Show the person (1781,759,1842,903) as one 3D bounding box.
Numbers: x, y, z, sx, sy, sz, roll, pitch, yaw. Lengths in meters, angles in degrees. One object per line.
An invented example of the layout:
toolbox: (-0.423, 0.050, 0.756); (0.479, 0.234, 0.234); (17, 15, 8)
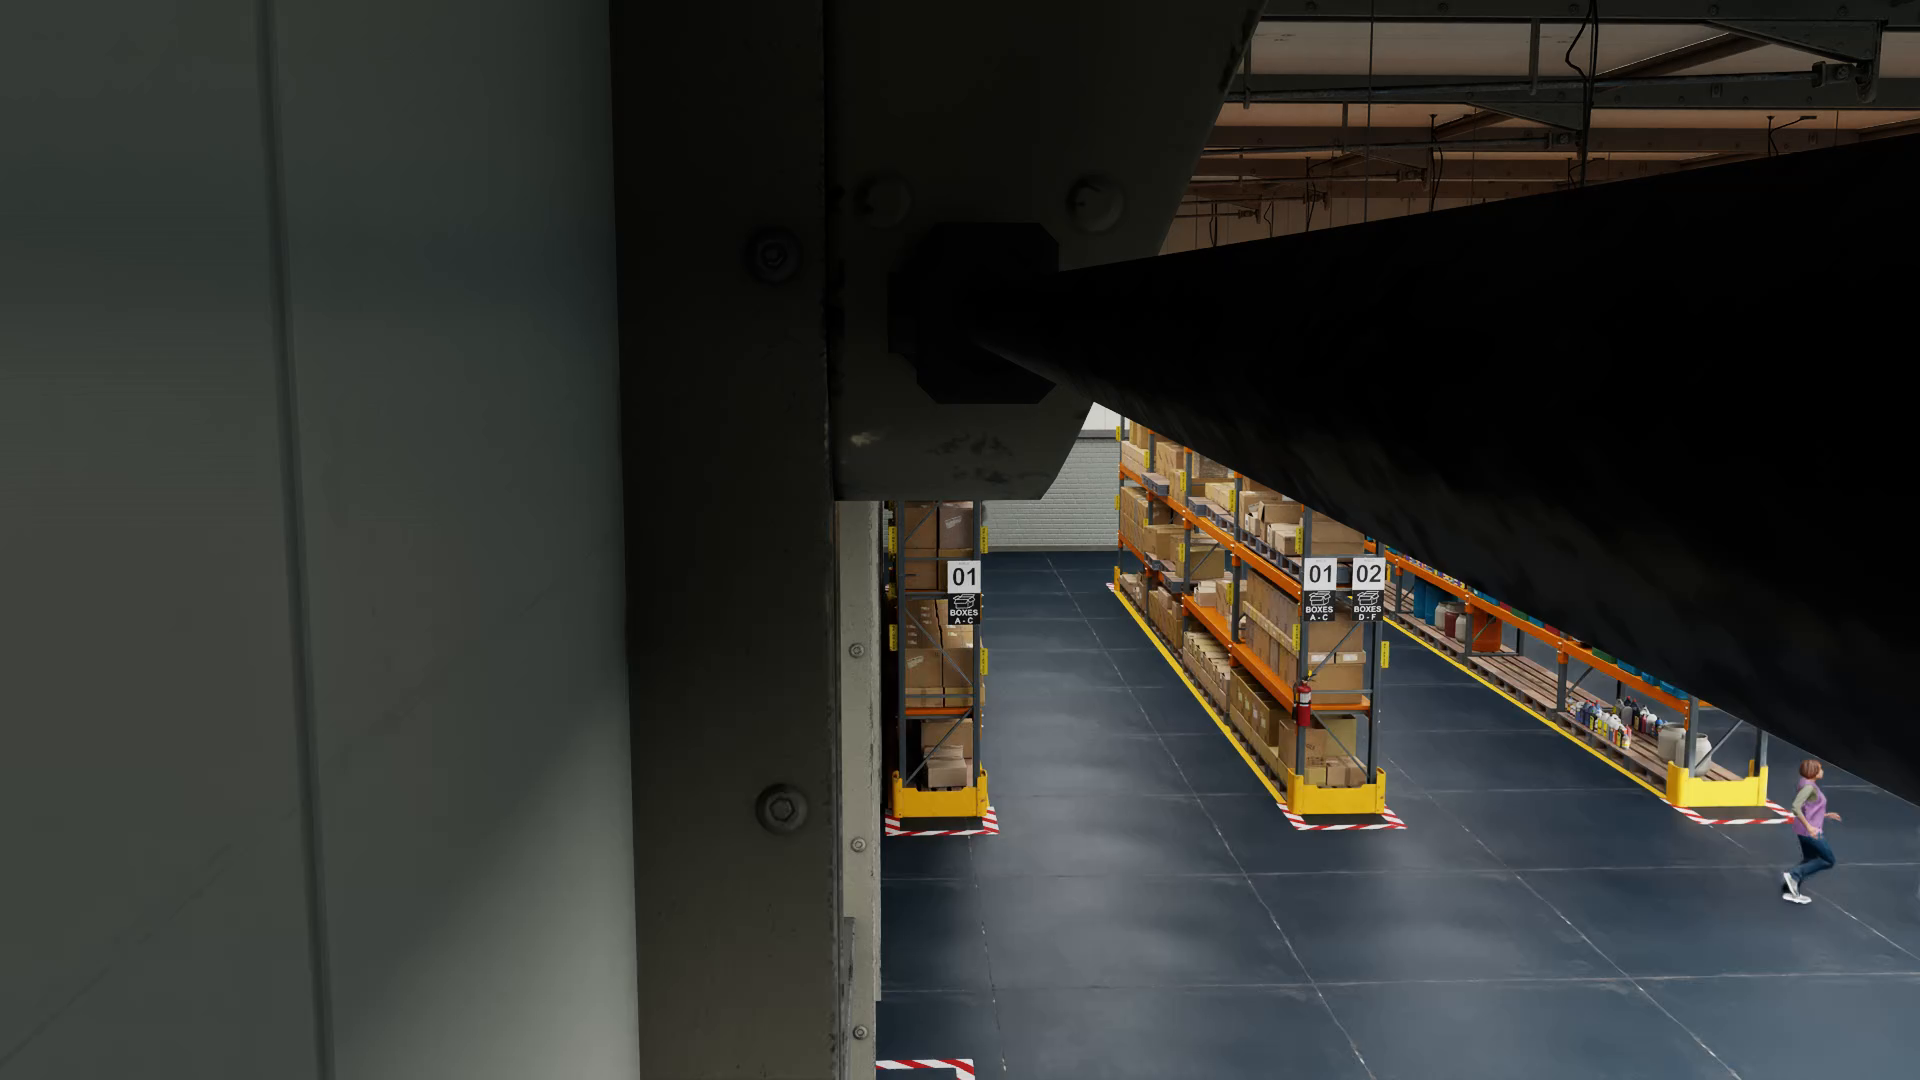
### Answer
person: (8.954, 3.063, 17.448); (0.529, 1.557, 0.525); (3, 9, 19)
